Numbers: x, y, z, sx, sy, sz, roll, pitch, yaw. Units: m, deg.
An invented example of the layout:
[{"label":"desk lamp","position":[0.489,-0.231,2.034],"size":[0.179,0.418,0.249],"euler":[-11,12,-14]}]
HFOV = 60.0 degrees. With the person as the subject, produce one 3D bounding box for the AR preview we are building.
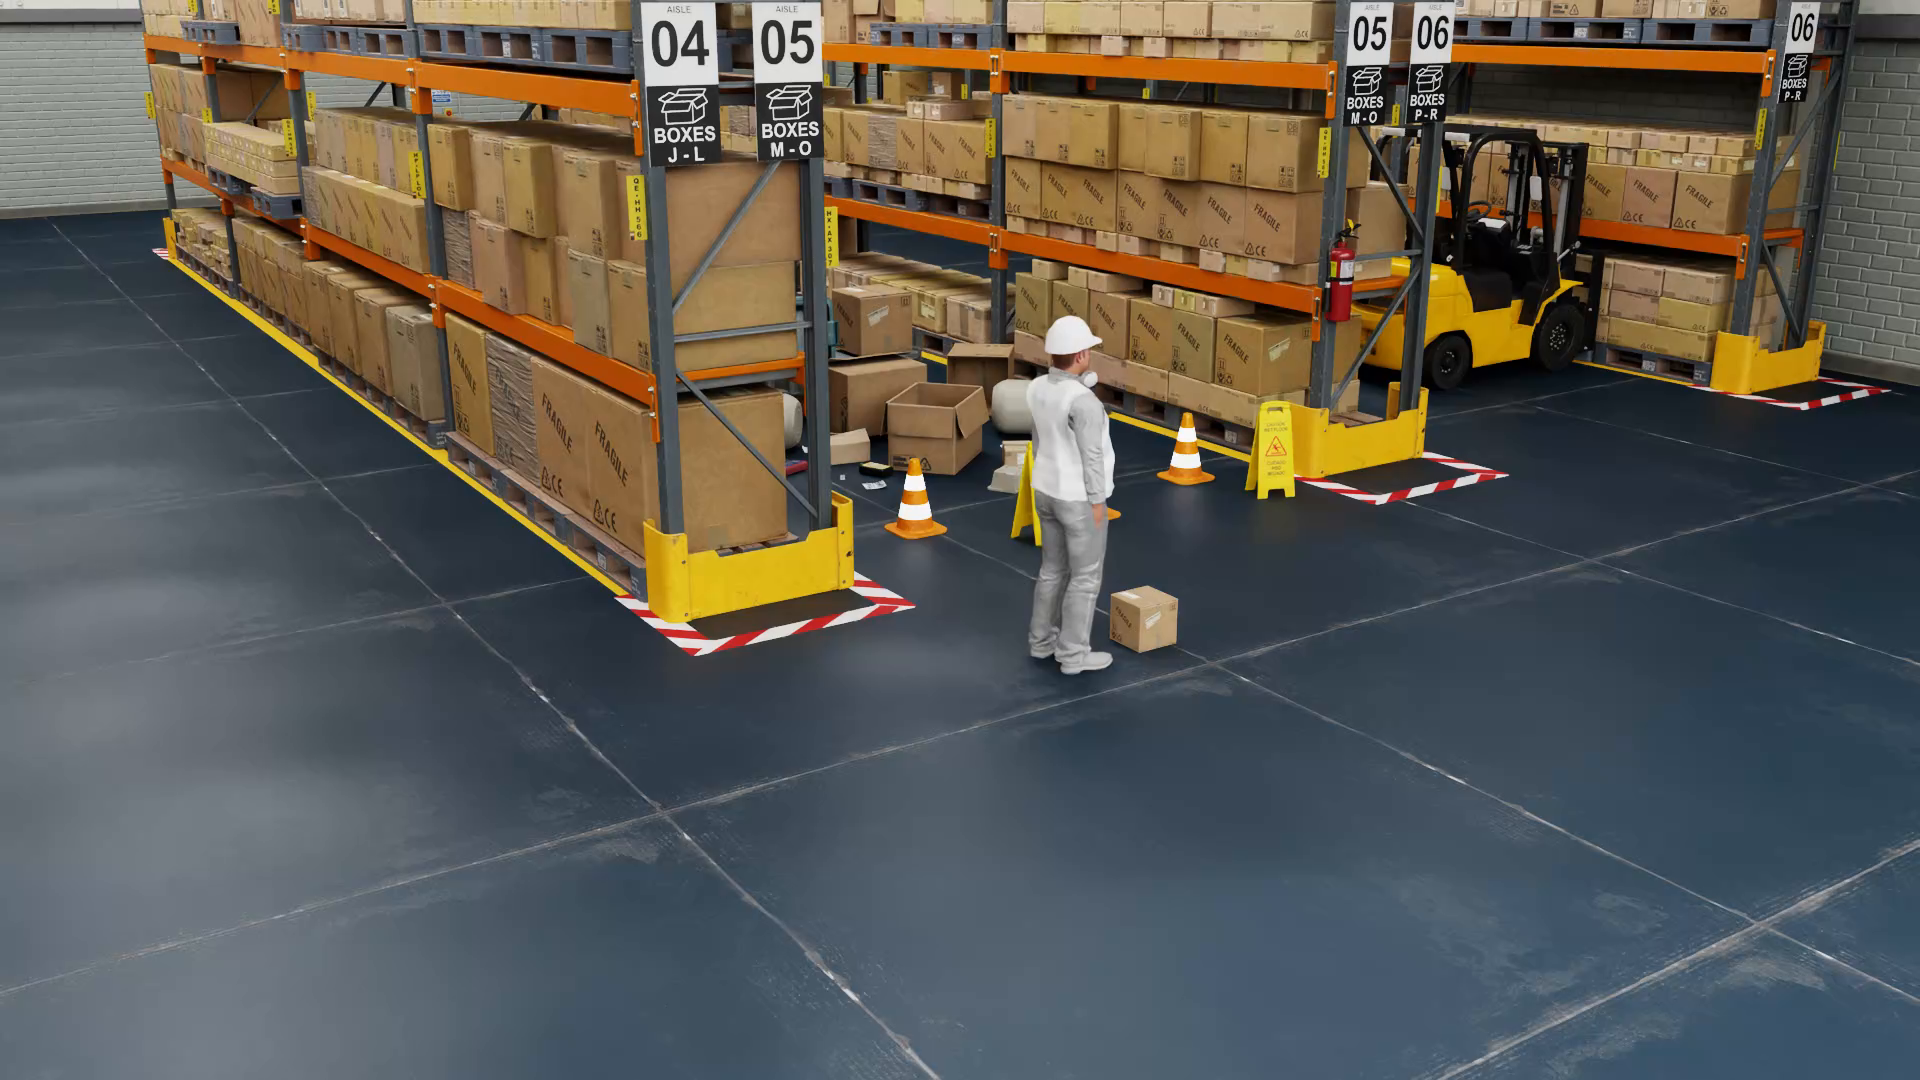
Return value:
[{"label":"person","position":[0.549,-0.230,8.235],"size":[0.359,1.774,0.533],"euler":[-11,21,-30]}]
